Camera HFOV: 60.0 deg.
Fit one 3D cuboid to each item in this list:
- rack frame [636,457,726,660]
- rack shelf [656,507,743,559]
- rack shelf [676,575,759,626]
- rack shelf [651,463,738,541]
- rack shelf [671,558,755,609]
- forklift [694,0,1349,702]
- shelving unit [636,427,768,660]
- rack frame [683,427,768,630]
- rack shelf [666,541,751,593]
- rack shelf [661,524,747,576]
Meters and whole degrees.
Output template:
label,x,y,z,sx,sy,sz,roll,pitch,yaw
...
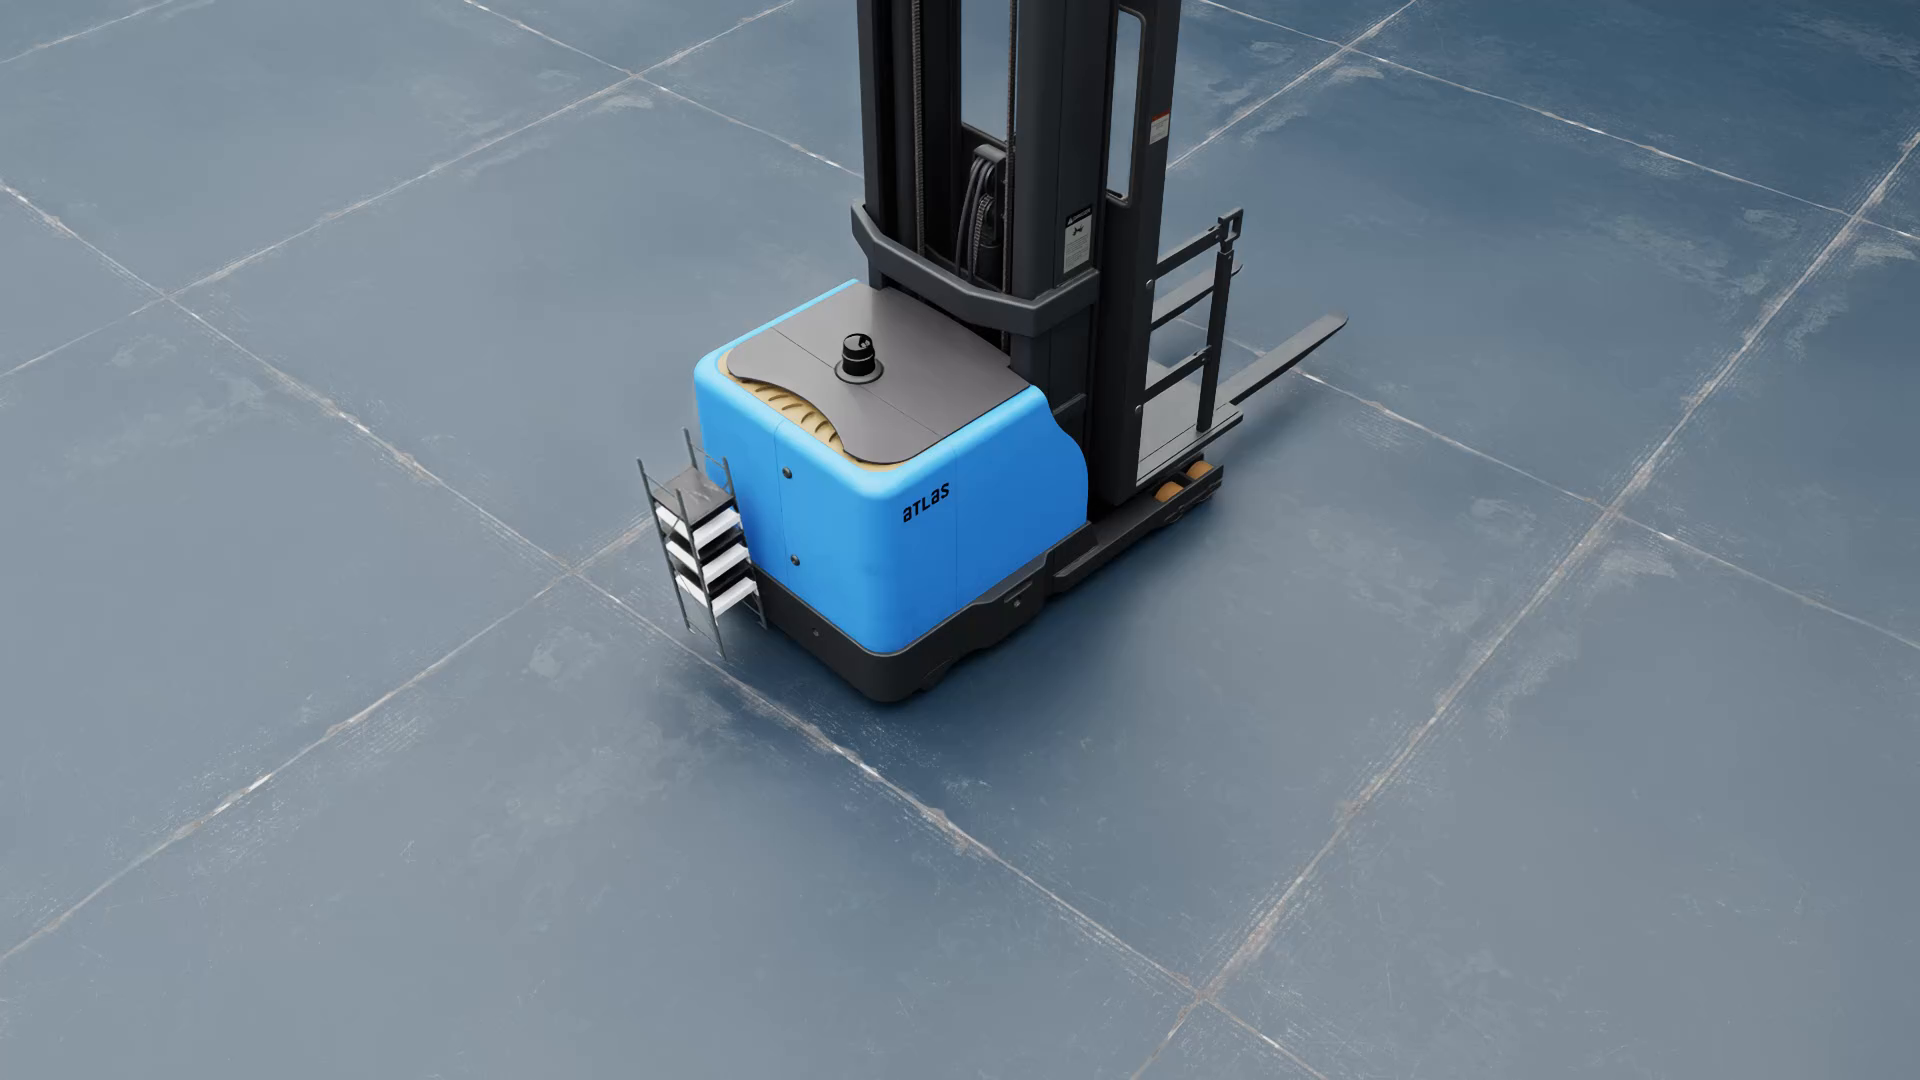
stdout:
label,x,y,z,sx,sy,sz,roll,pitch,yaw
rack frame,-0.997,0.083,5.992,0.006,0.900,0.240,-37,54,-26
rack shelf,-0.935,-0.073,5.931,0.200,0.077,0.258,-37,54,-26
rack shelf,-0.909,0.175,6.191,0.200,0.077,0.258,-37,54,-26
rack shelf,-0.942,-0.135,5.866,0.200,0.077,0.258,-37,54,-26
rack shelf,-0.916,0.113,6.126,0.200,0.077,0.258,-37,54,-26
forklift,0.449,-1.380,6.089,3.031,2.935,1.130,-33,52,-31
shelving unit,-0.925,0.028,6.037,0.210,0.900,0.258,-37,54,-26
rack frame,-0.852,-0.027,6.082,0.006,0.900,0.240,-37,54,-26
rack shelf,-0.922,0.051,6.061,0.200,0.077,0.258,-37,54,-26
rack shelf,-0.929,-0.011,5.996,0.200,0.077,0.258,-37,54,-26
